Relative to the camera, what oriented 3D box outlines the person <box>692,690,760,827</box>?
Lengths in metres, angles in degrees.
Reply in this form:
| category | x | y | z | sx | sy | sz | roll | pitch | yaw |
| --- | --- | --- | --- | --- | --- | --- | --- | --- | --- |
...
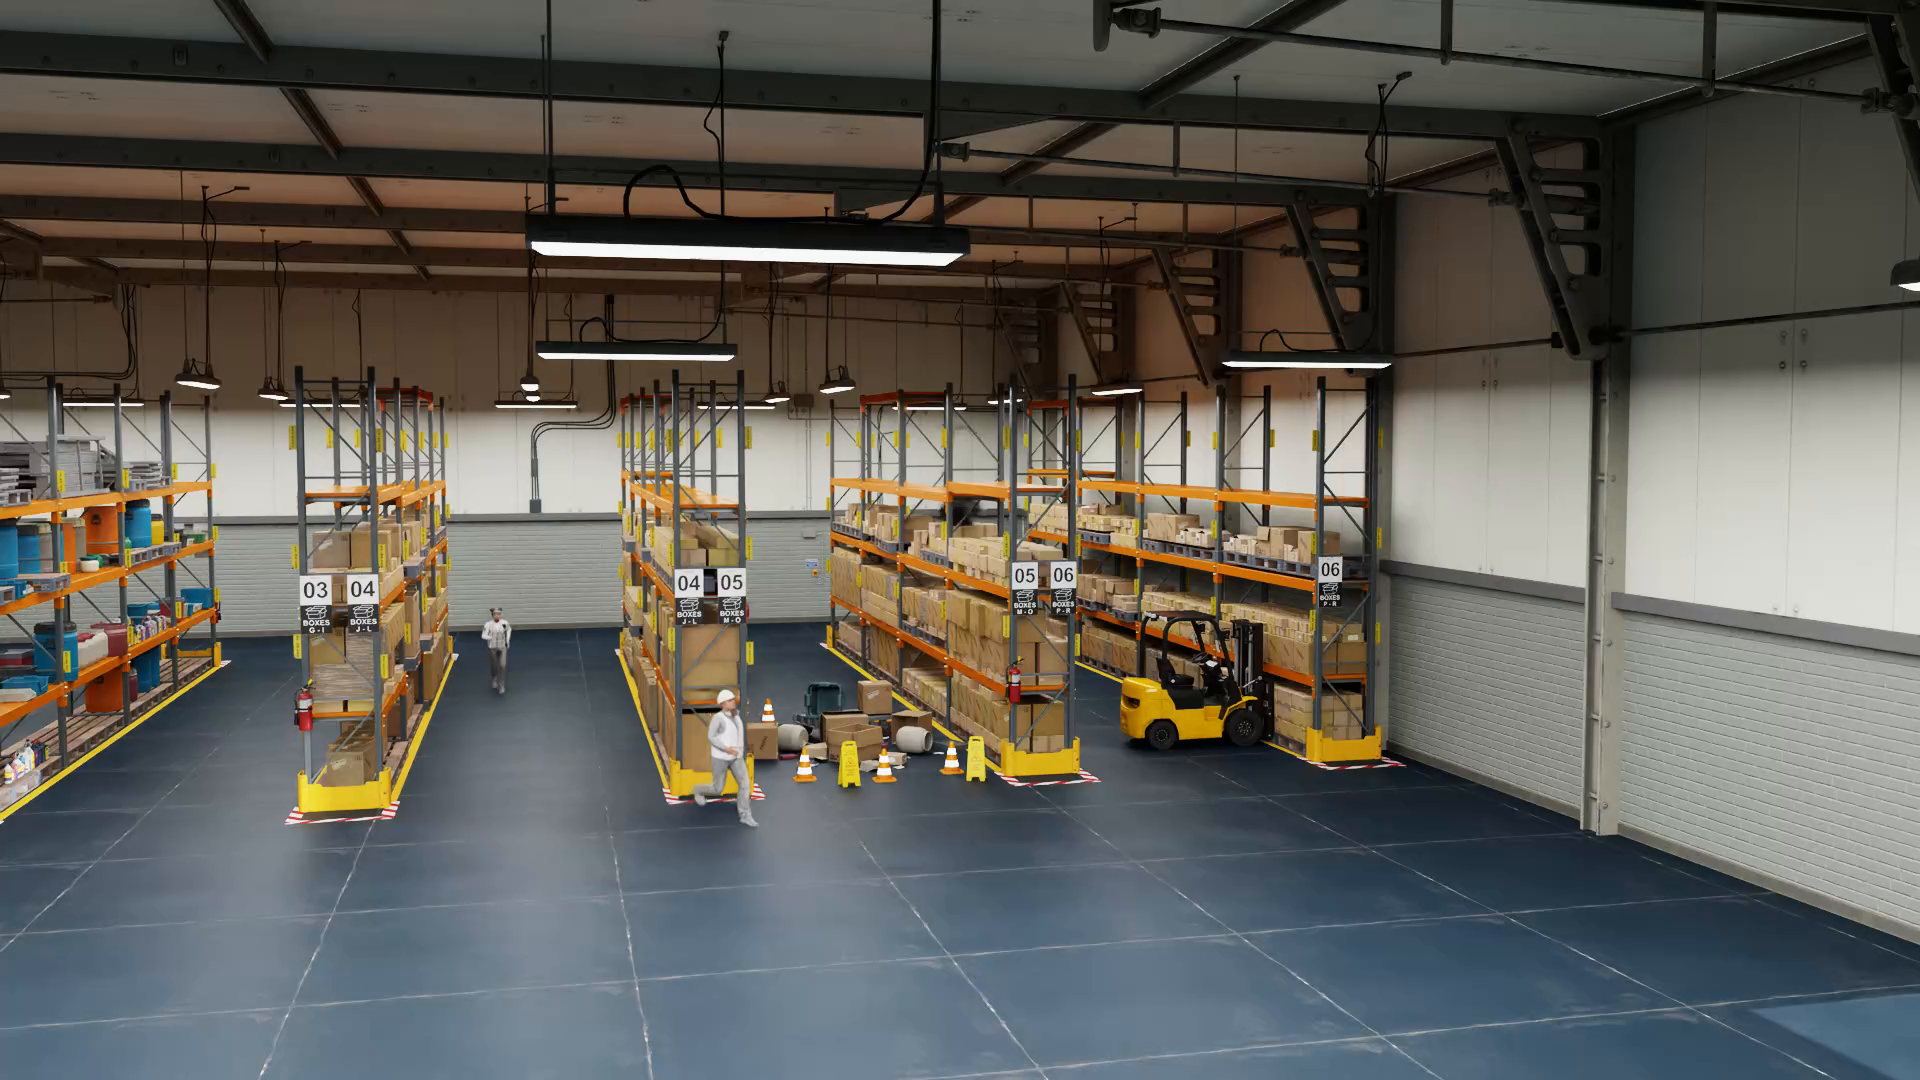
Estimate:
| category | x | y | z | sx | sy | sz | roll | pitch | yaw |
| --- | --- | --- | --- | --- | --- | --- | --- | --- | --- |
| person | -3.075 | 2.846 | 21.789 | 1.078 | 1.767 | 0.634 | 3 | 4 | 38 |

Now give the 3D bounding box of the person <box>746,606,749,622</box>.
| category | x | y | z | sx | sy | sz | roll | pitch | yaw |
| --- | --- | --- | --- | --- | --- | --- | --- | --- | --- |
| person | -5.010 | 1.975 | 36.843 | 0.686 | 1.701 | 0.721 | -1 | 4 | -15 |

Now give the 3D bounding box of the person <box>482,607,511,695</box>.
| category | x | y | z | sx | sy | sz | roll | pitch | yaw |
| --- | --- | --- | --- | --- | --- | --- | --- | --- | --- |
| person | -9.233 | 2.175 | 33.146 | 0.562 | 1.719 | 0.857 | -1 | 4 | -14 |
